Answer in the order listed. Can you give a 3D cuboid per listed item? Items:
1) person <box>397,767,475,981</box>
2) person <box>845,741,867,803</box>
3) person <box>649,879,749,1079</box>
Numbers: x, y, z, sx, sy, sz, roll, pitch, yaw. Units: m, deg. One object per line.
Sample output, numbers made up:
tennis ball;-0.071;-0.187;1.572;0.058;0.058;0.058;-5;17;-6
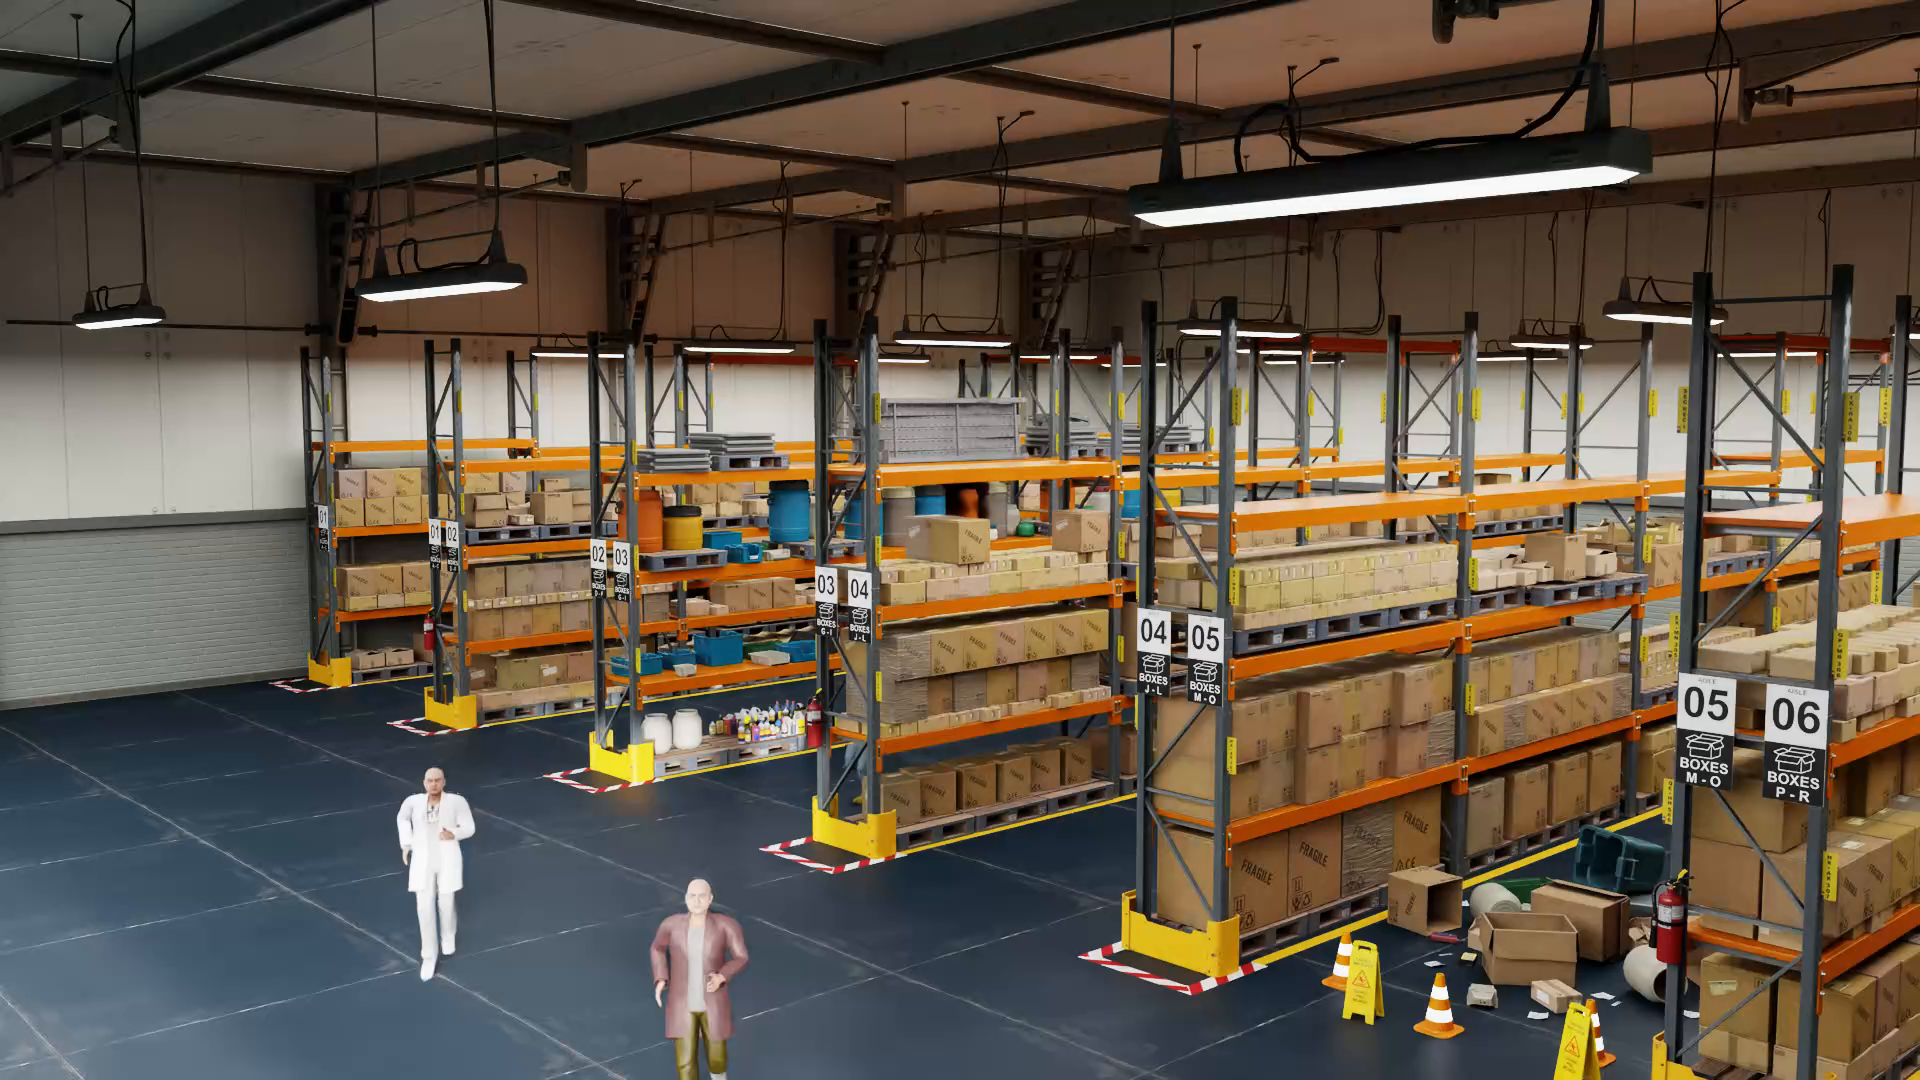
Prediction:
person;-4.732;2.951;15.028;0.694;1.822;0.876;-1;5;-13
person;-1.184;2.460;21.031;0.701;1.716;0.587;4;7;41
person;-1.852;3.261;11.768;0.719;1.743;0.884;0;5;-2
